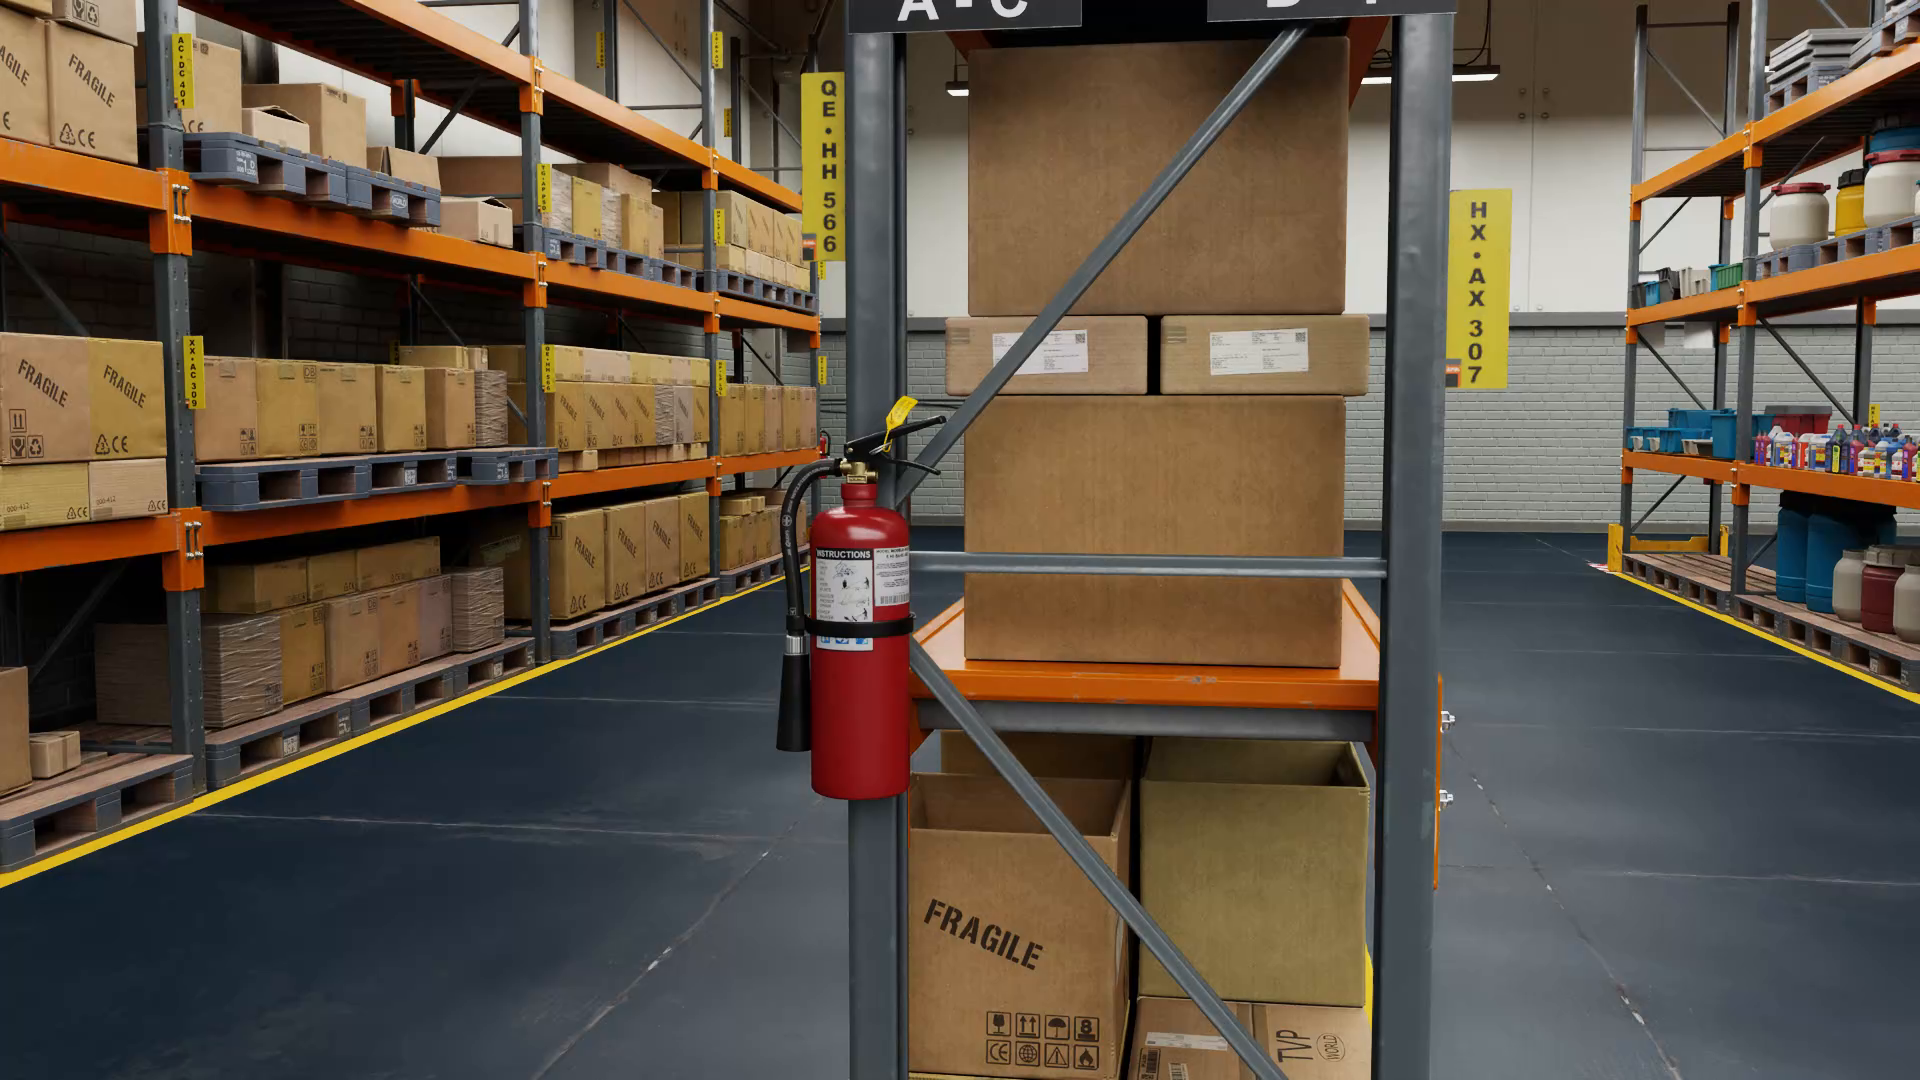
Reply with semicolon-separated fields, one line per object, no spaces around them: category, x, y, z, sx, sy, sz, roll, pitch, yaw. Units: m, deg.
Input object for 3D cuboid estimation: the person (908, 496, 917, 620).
person;-0.639;-0.158;13.859;0.531;1.661;0.397;0;5;5
